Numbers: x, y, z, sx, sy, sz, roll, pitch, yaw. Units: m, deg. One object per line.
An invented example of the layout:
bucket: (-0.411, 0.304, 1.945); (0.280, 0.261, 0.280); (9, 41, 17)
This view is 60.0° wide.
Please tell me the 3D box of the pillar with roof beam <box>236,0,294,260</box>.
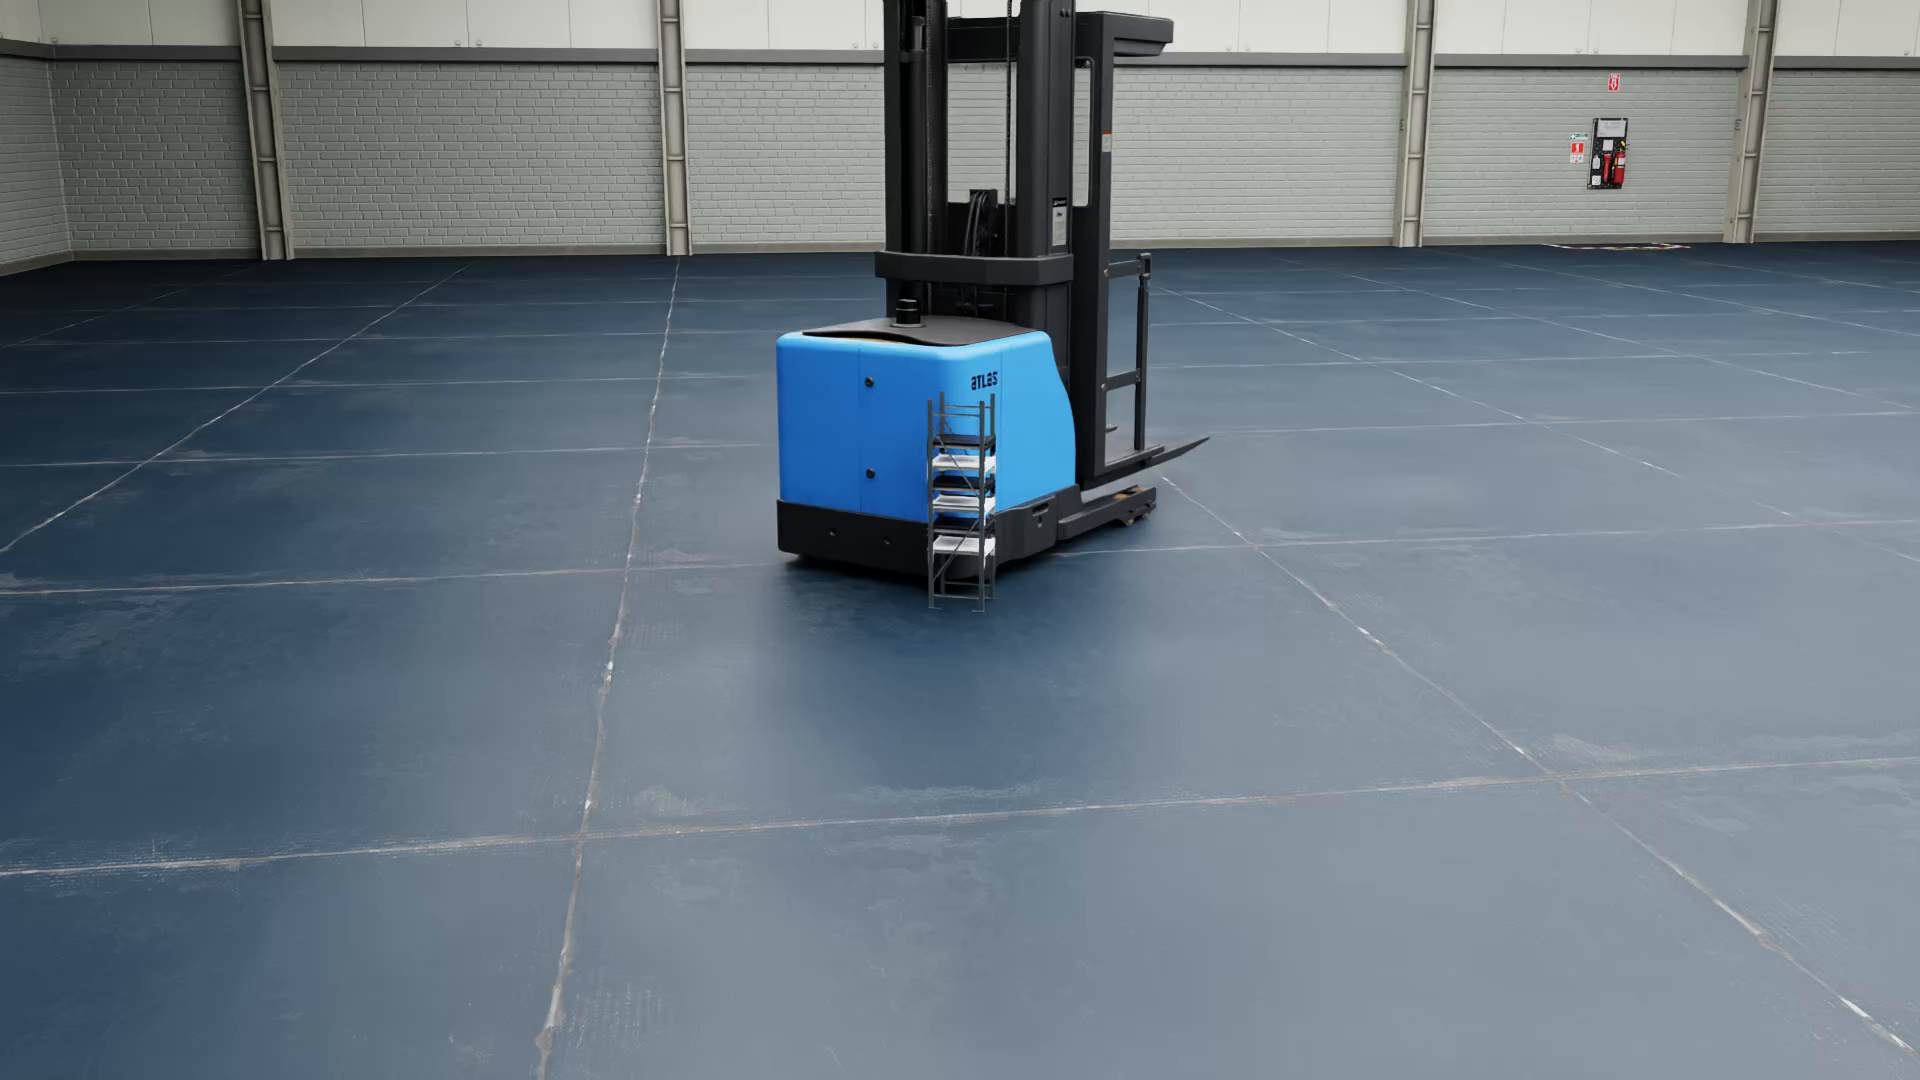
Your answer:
pillar with roof beam: (-9.686, -7.588, 19.981); (0.400, 9.000, 9.100); (-2, 14, -8)

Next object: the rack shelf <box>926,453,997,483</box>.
rack shelf: (0.007, -0.304, 6.979); (0.258, 0.077, 0.200); (3, 15, 13)

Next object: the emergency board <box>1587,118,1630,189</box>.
emergency board: (10.956, -6.503, 27.988); (0.643, 1.169, 0.194); (-2, 14, -8)

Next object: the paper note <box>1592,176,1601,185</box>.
paper note: (10.770, -6.086, 28.135); (0.142, 0.148, 0.016); (-2, 14, -8)

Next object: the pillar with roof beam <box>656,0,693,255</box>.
pillar with roof beam: (-3.753, -7.806, 20.848); (0.400, 9.000, 9.100); (-2, 14, -8)

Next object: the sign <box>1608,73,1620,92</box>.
sign: (10.933, -7.652, 27.800); (0.199, 0.298, 0.001); (-2, 14, -8)

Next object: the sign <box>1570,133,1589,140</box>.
sign: (10.399, -6.781, 27.930); (0.331, 0.109, 0.001); (-2, 14, -8)

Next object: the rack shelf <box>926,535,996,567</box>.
rack shelf: (0.007, 0.045, 7.067); (0.258, 0.077, 0.200); (3, 15, 13)

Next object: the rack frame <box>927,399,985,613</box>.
rack frame: (-0.016, -0.137, 6.919); (0.240, 0.900, 0.006); (3, 15, 13)

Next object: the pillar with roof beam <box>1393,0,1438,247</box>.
pillar with roof beam: (8.113, -8.241, 22.582); (0.400, 9.000, 9.100); (-2, 14, -8)

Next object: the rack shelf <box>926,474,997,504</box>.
rack shelf: (0.007, -0.216, 7.001); (0.258, 0.077, 0.200); (3, 15, 13)

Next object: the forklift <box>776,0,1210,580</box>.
forklift: (0.369, -1.549, 8.372); (1.130, 2.935, 3.031); (9, 17, 32)

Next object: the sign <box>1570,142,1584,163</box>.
sign: (10.394, -6.526, 28.002); (0.234, 0.329, 0.001); (-2, 14, -8)

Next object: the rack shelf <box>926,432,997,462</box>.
rack shelf: (0.007, -0.391, 6.957); (0.258, 0.077, 0.200); (3, 15, 13)

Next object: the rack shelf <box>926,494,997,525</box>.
rack shelf: (0.007, -0.129, 7.023); (0.258, 0.077, 0.200); (3, 15, 13)

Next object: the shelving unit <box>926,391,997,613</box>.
shelving unit: (0.007, -0.161, 7.015); (0.258, 0.900, 0.210); (3, 15, 13)

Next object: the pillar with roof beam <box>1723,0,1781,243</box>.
pillar with roof beam: (14.046, -8.458, 23.449); (0.400, 9.000, 9.100); (-2, 14, -8)

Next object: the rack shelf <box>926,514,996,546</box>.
rack shelf: (0.007, -0.042, 7.045); (0.258, 0.077, 0.200); (3, 15, 13)

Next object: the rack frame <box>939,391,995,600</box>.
rack frame: (0.031, -0.186, 7.111); (0.240, 0.900, 0.006); (3, 15, 13)
